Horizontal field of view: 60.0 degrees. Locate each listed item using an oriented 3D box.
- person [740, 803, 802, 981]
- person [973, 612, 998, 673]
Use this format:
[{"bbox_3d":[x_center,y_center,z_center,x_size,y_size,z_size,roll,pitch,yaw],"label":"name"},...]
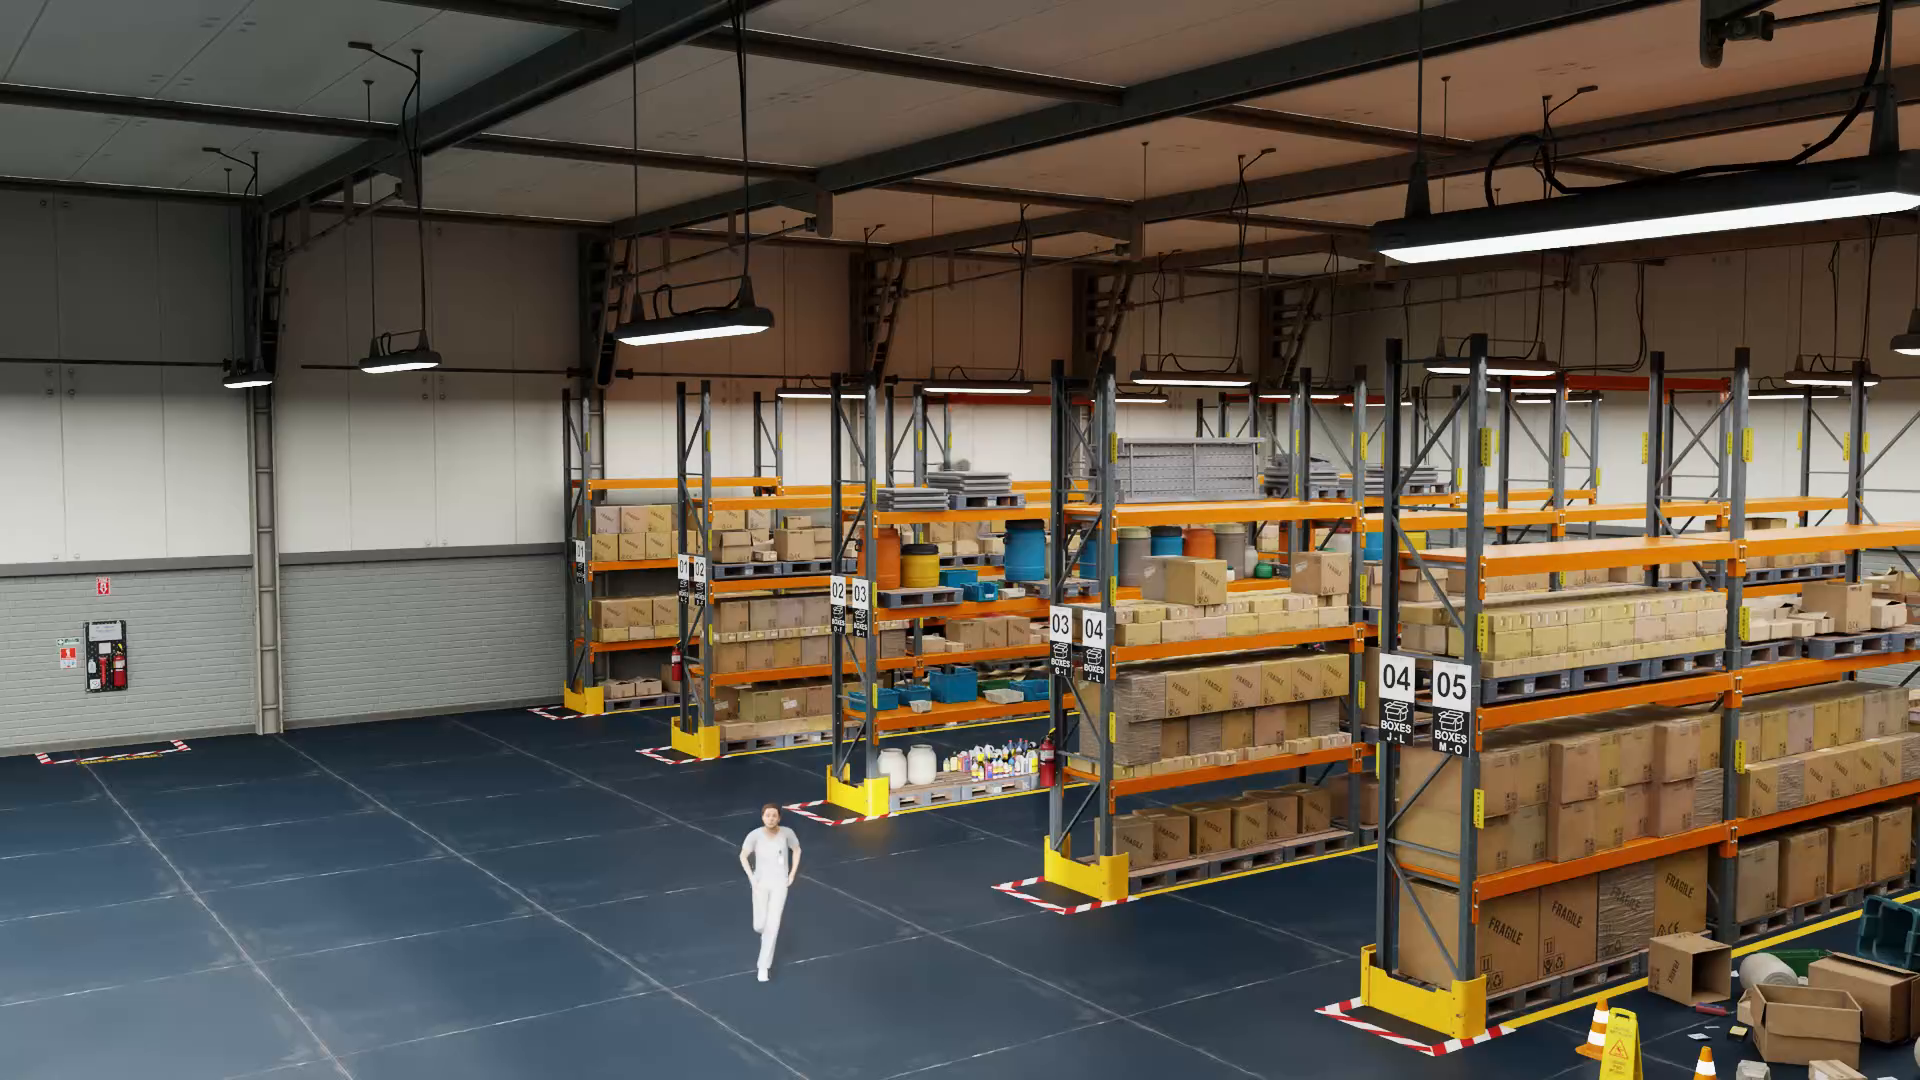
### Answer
[{"bbox_3d":[-1.820,3.326,16.029,0.589,1.651,0.797,0,4,-7],"label":"person"},{"bbox_3d":[0.424,1.994,32.271,0.514,1.711,0.728,-3,5,-41],"label":"person"}]
